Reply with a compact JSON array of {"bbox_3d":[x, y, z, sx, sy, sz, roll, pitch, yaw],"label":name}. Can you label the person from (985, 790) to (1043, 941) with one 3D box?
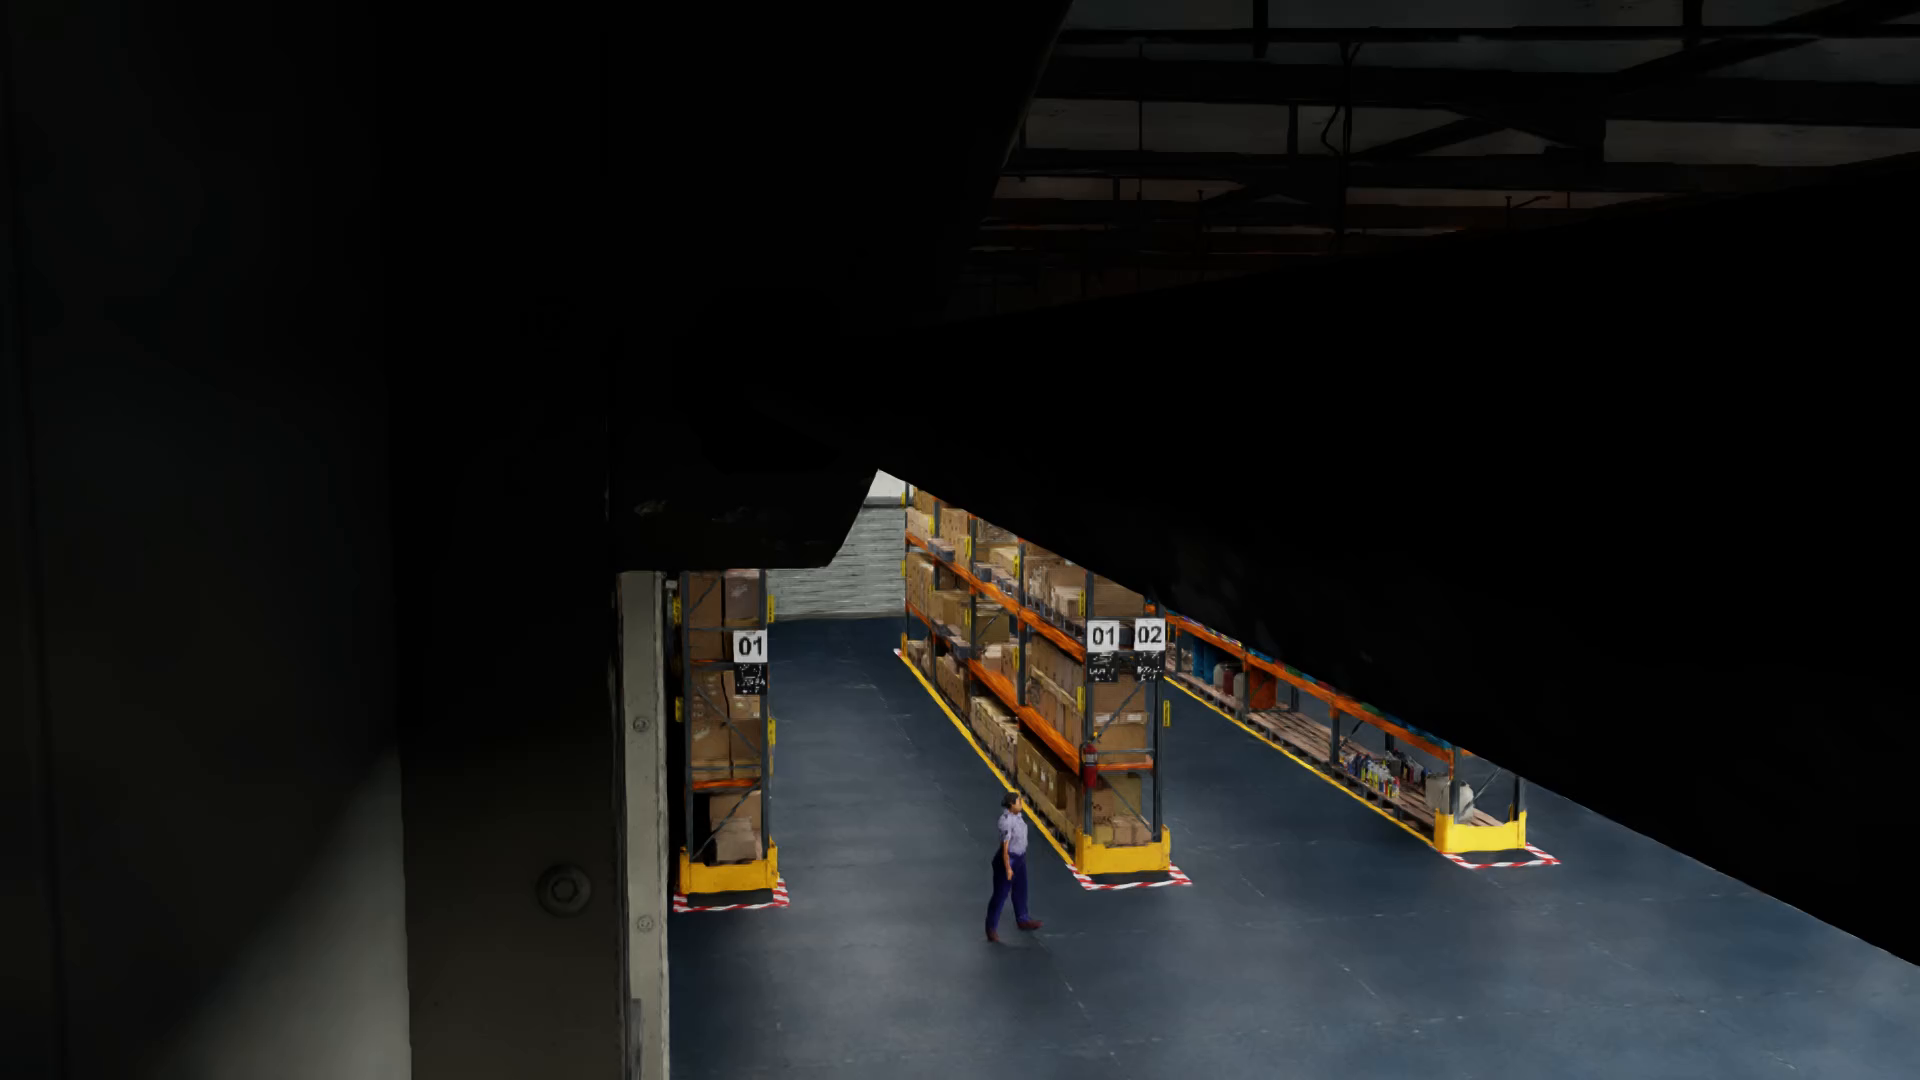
[{"bbox_3d":[0.578,3.585,18.538,0.527,1.639,0.699,2,6,22],"label":"person"}]
